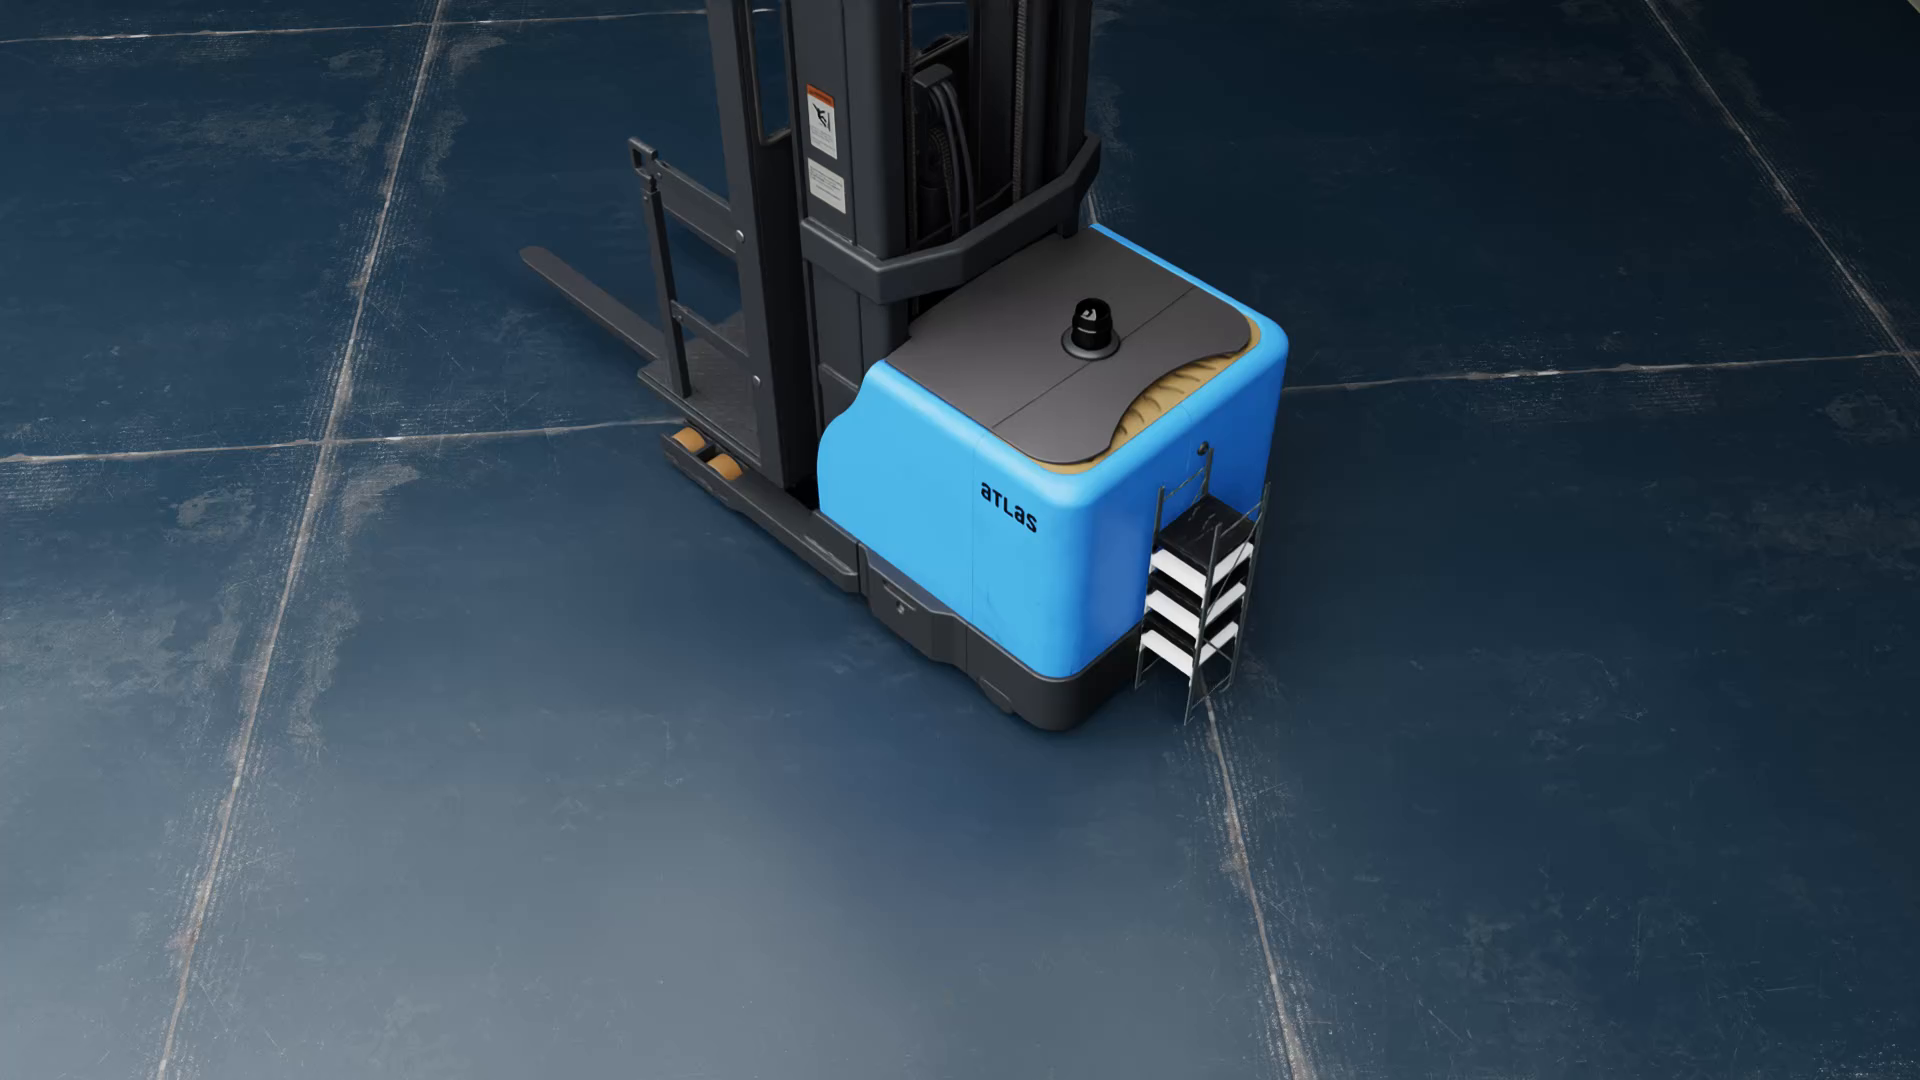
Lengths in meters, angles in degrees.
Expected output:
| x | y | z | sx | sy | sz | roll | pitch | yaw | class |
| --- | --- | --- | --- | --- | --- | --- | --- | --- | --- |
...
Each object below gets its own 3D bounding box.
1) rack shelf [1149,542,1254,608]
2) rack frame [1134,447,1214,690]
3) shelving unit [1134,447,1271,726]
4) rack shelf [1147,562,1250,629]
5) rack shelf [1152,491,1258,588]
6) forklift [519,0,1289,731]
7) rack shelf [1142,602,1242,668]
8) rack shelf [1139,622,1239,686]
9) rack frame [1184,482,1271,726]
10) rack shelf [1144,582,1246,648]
| x | y | z | sx | sy | sz | roll | pitch | yaw | class |
| --- | --- | --- | --- | --- | --- | --- | --- | --- | --- |
| 0.714 | 0.057 | 4.874 | 0.200 | 0.077 | 0.258 | 36 | 56 | 29 | rack shelf |
| 0.642 | 0.106 | 5.030 | 0.006 | 0.900 | 0.240 | 36 | 56 | 29 | rack frame |
| 0.714 | 0.158 | 4.981 | 0.210 | 0.900 | 0.258 | 36 | 56 | 29 | shelving unit |
| 0.714 | 0.119 | 4.940 | 0.200 | 0.077 | 0.258 | 36 | 56 | 29 | rack shelf |
| 0.714 | -0.005 | 4.809 | 0.200 | 0.077 | 0.258 | 36 | 56 | 29 | rack shelf |
| -0.419 | -1.385 | 5.043 | 3.031 | 2.935 | 1.130 | 36 | 56 | 29 | forklift |
| 0.714 | 0.243 | 5.070 | 0.200 | 0.077 | 0.258 | 36 | 56 | 29 | rack shelf |
| 0.714 | 0.305 | 5.136 | 0.200 | 0.077 | 0.258 | 36 | 56 | 29 | rack shelf |
| 0.786 | 0.210 | 4.932 | 0.006 | 0.900 | 0.240 | 36 | 56 | 29 | rack frame |
| 0.714 | 0.181 | 5.005 | 0.200 | 0.077 | 0.258 | 36 | 56 | 29 | rack shelf |
